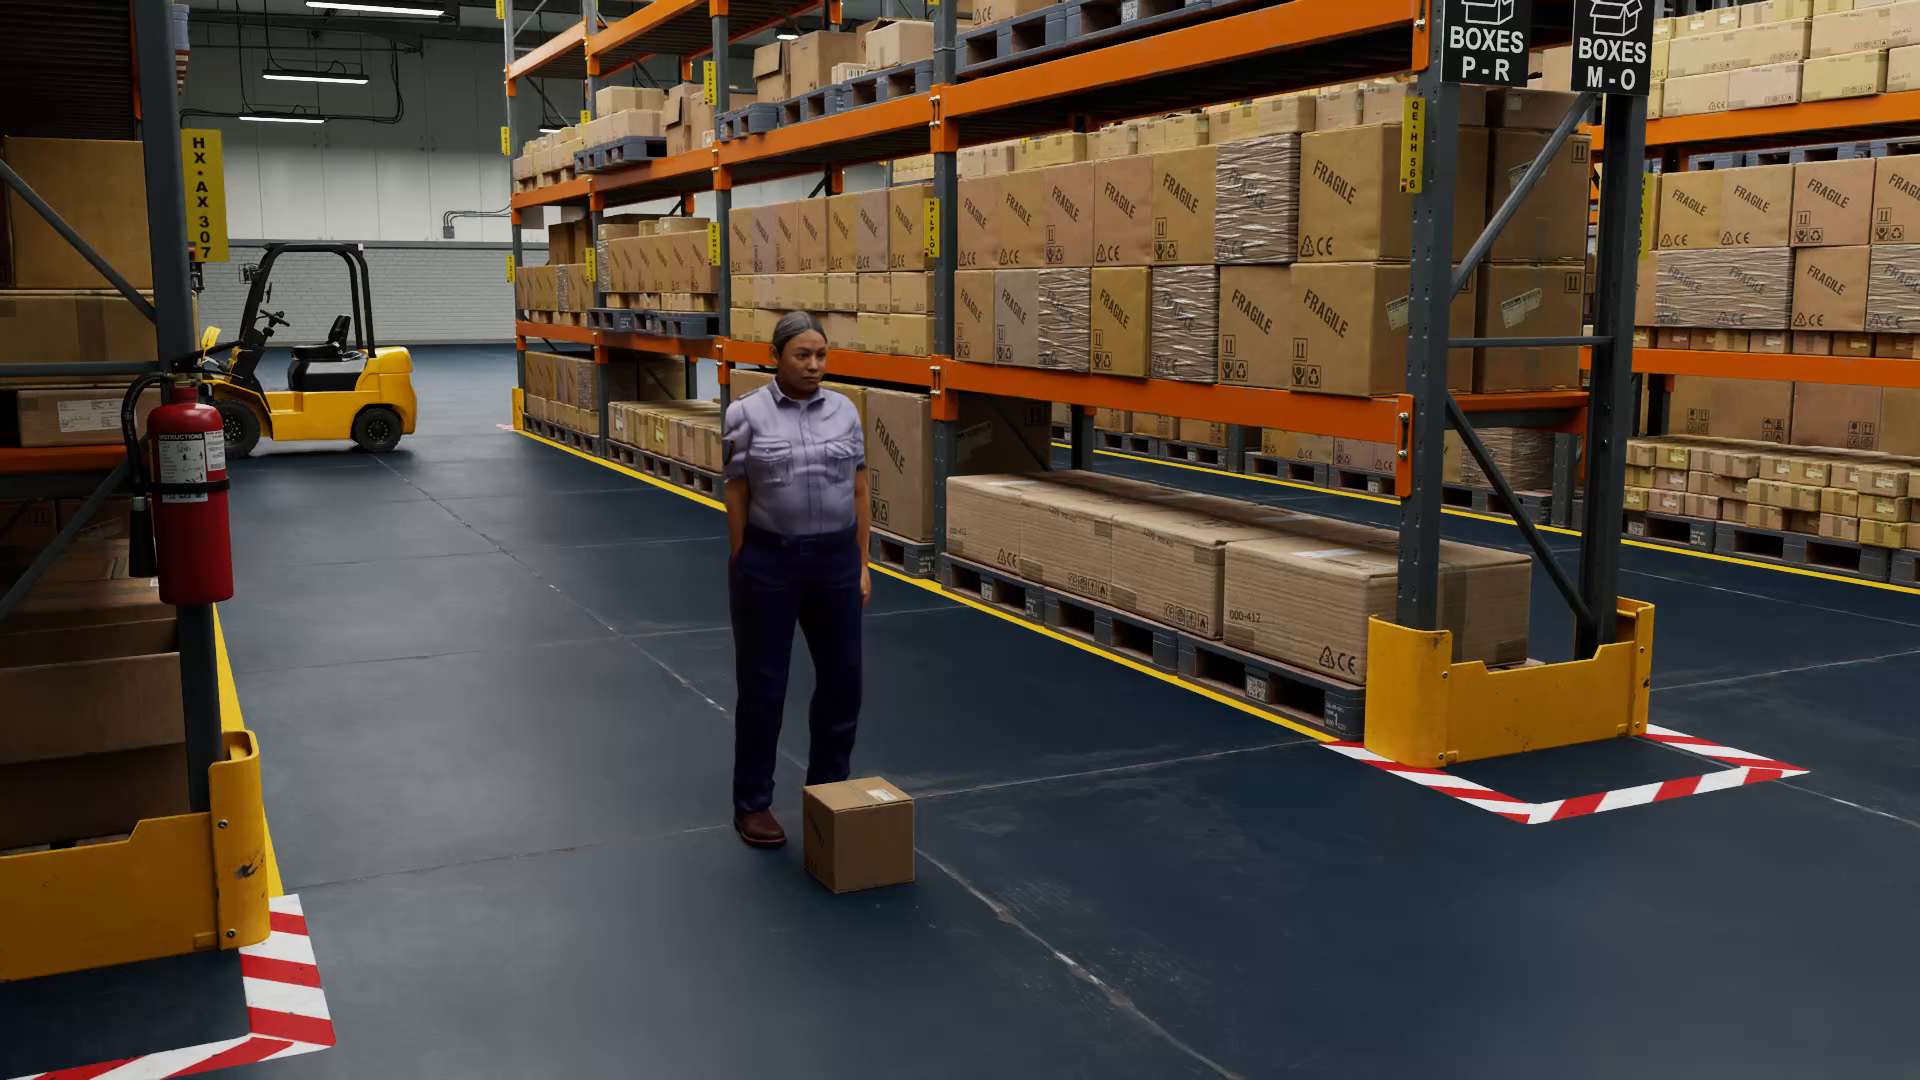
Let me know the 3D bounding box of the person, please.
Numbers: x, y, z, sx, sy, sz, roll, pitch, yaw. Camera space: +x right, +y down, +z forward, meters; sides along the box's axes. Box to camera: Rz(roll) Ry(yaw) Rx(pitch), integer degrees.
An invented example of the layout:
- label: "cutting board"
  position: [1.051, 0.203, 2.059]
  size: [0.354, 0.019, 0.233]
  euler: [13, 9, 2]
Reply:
- label: "person"
  position: [-0.492, 0.111, 5.195]
  size: [0.470, 1.644, 0.342]
  euler: [-4, 10, -25]
